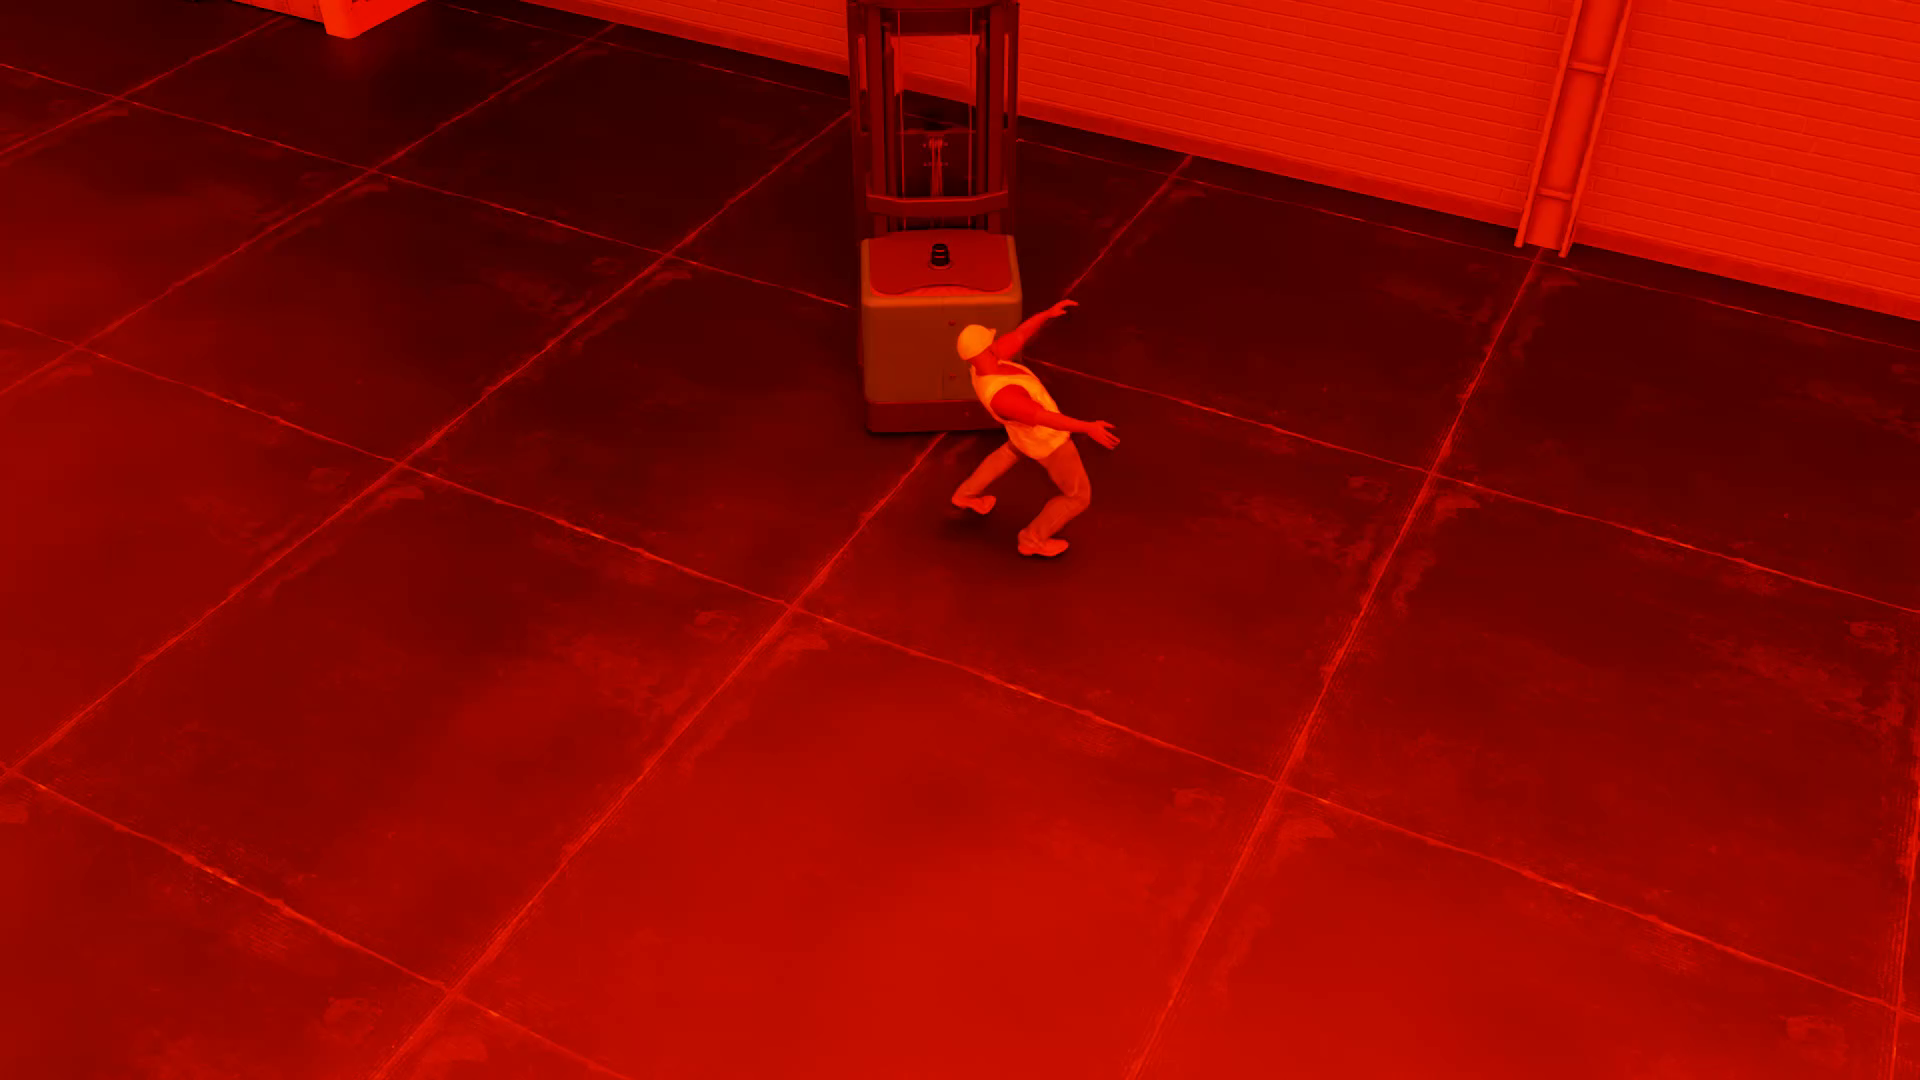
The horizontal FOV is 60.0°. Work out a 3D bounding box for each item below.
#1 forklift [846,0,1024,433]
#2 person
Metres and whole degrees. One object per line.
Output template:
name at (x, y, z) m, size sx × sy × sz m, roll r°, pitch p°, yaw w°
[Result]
forklift at (-0.184, -2.762, 11.266) m, size 1.130 × 2.935 × 3.031 m, roll -2°, pitch 40°, yaw -2°
person at (0.489, -0.534, 9.683) m, size 0.750 × 1.524 × 1.117 m, roll -22°, pitch 45°, yaw -24°
